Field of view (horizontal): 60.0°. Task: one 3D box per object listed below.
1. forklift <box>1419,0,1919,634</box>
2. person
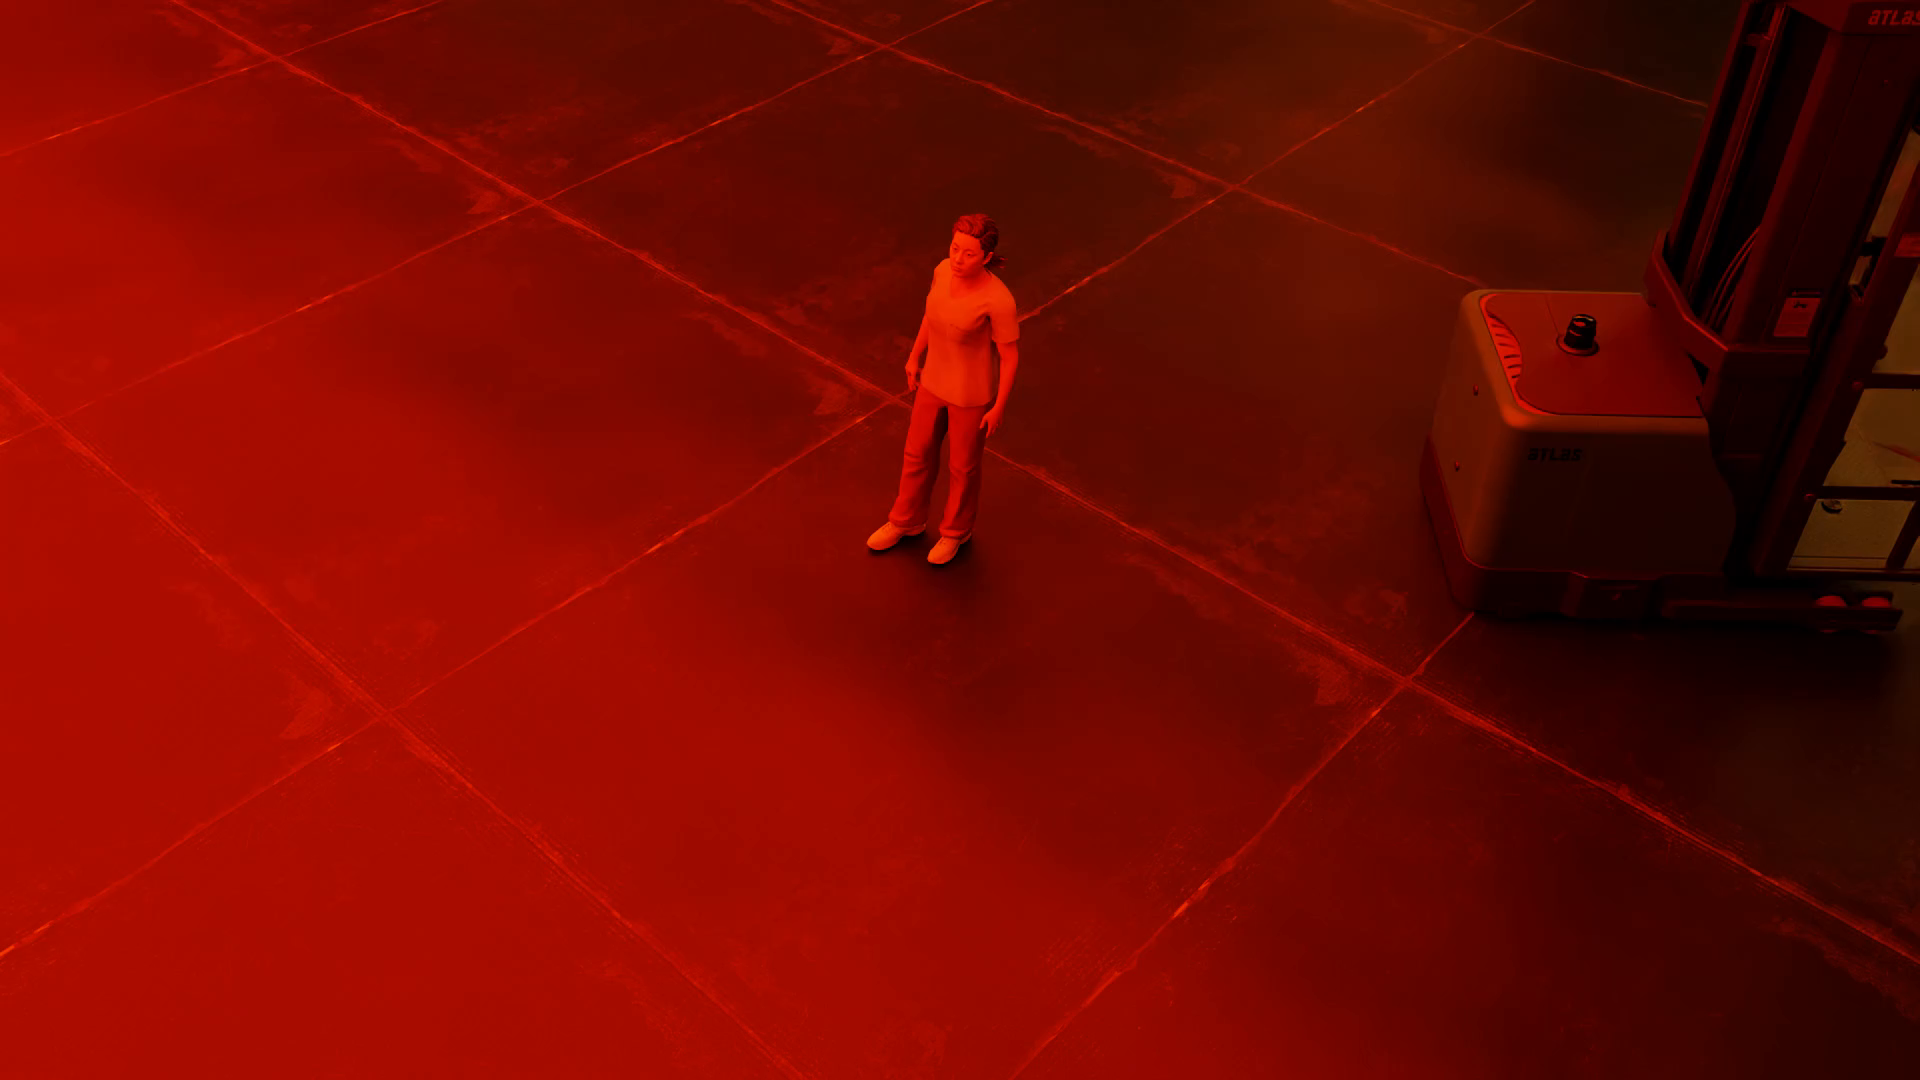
[{"bbox_3d":[3.688,-1.060,6.664,3.031,2.935,1.130,1,41,2],"label":"forklift"},{"bbox_3d":[-0.059,-0.611,7.094,0.552,1.674,0.548,31,49,31],"label":"person"}]
